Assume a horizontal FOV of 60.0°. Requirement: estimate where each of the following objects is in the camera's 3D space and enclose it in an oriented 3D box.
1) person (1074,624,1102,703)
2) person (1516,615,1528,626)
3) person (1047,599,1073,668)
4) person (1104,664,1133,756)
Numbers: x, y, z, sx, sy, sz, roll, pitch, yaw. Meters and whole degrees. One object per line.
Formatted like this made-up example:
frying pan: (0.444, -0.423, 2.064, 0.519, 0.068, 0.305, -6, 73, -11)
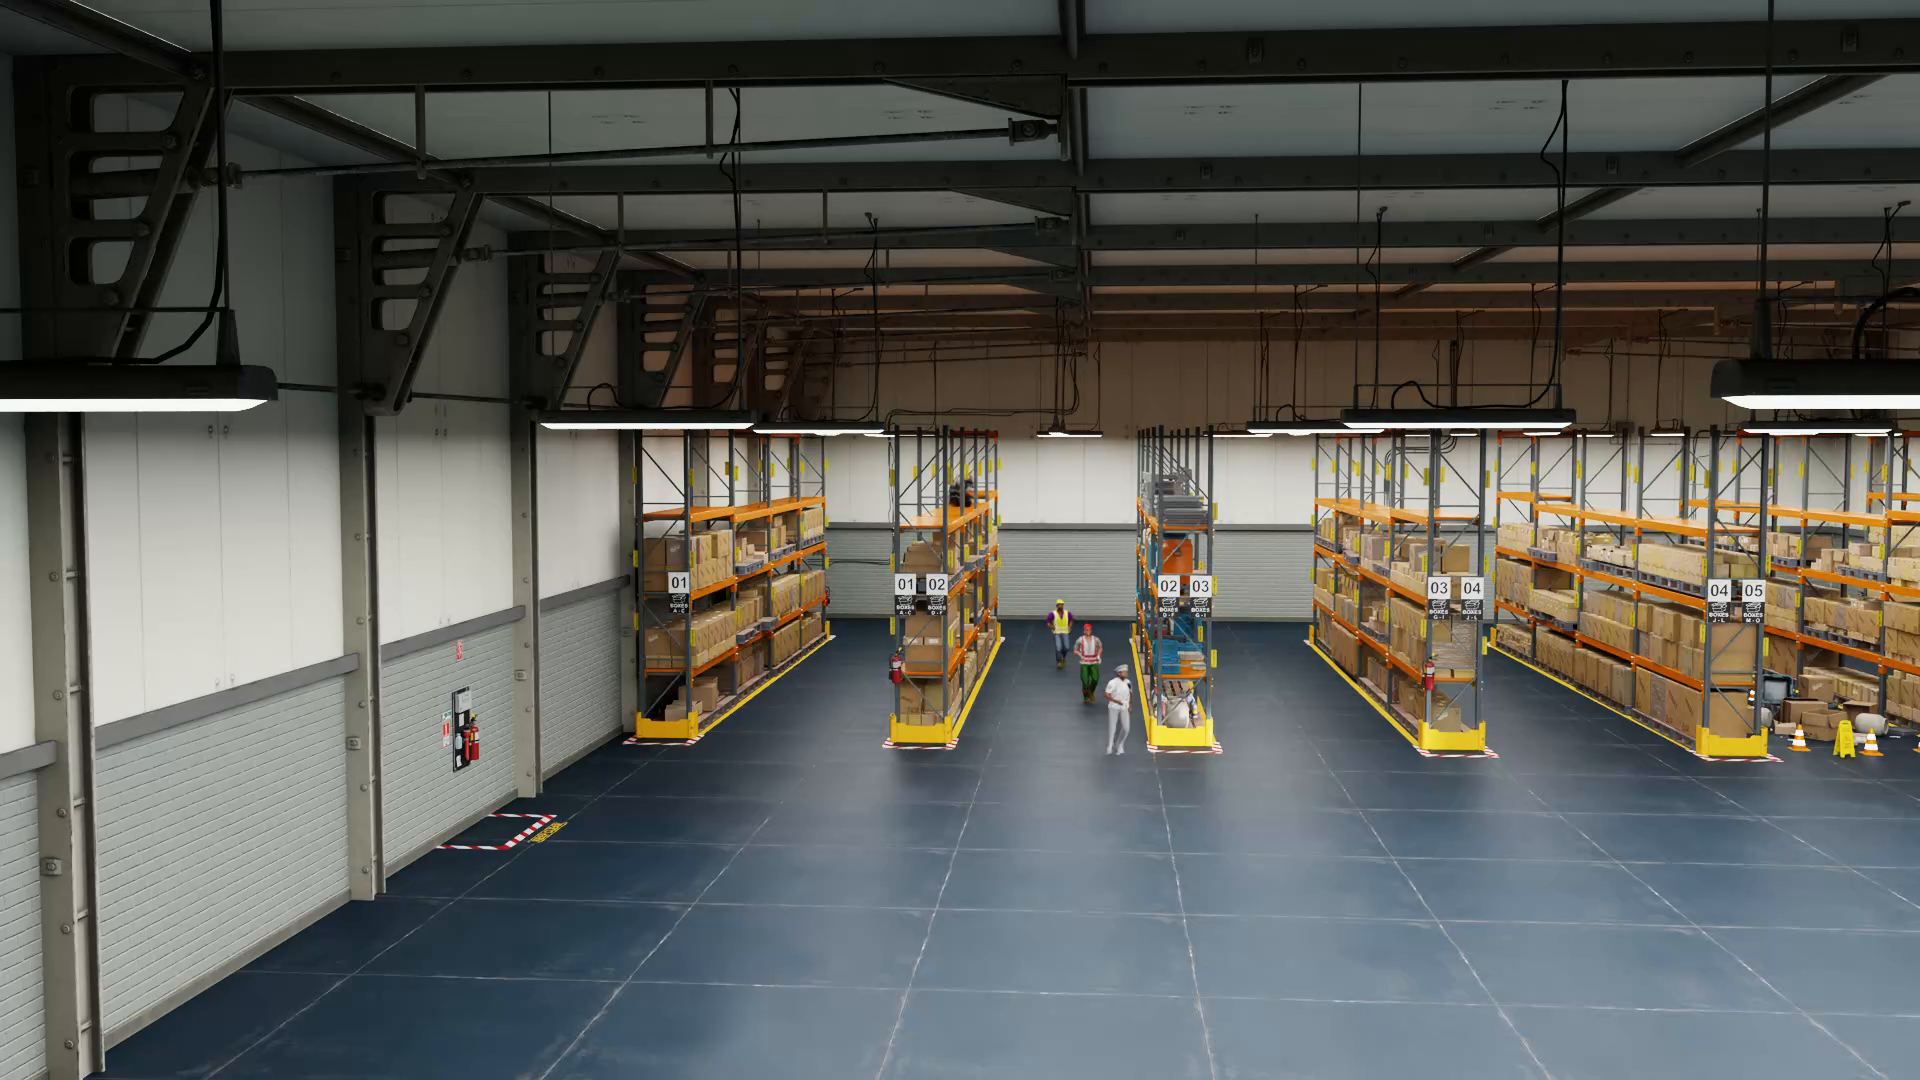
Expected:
person: (2.793, 2.680, 35.920, 0.639, 1.740, 0.582, 0, 3, -3)
person: (16.240, 2.053, 47.506, 0.973, 1.699, 0.509, -3, 5, -45)
person: (2.532, 2.352, 41.672, 0.691, 1.719, 0.585, 0, 3, -6)
person: (2.930, 3.086, 30.289, 0.607, 1.645, 0.583, -1, 4, -12)
